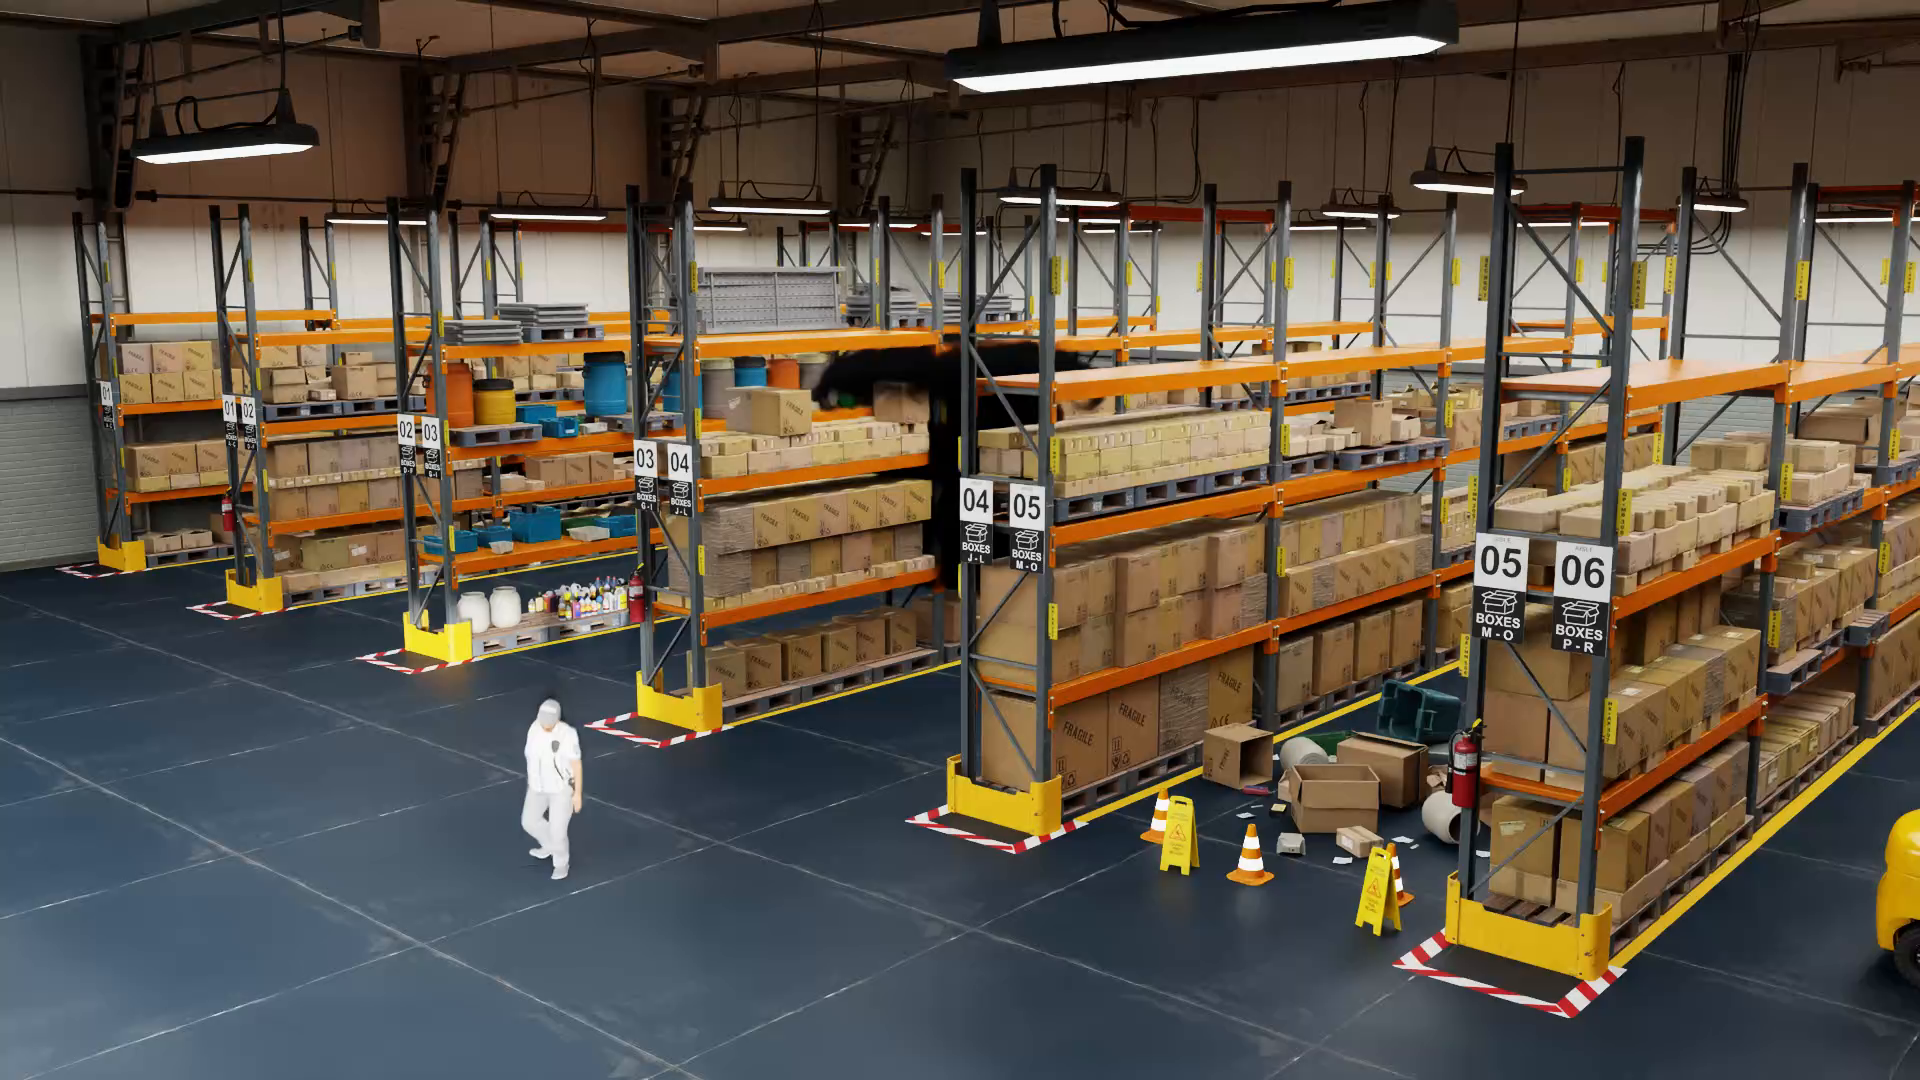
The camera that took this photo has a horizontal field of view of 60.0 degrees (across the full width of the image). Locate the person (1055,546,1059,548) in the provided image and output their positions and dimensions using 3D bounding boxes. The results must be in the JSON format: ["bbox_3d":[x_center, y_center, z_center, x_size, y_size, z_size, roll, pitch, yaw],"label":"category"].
[{"bbox_3d":[1.221,0.749,20.709,0.565,1.621,0.739,-6,11,-32],"label":"person"}]

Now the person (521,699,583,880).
[{"bbox_3d":[-3.457,2.070,14.082,0.757,1.589,0.676,4,10,20],"label":"person"}]
